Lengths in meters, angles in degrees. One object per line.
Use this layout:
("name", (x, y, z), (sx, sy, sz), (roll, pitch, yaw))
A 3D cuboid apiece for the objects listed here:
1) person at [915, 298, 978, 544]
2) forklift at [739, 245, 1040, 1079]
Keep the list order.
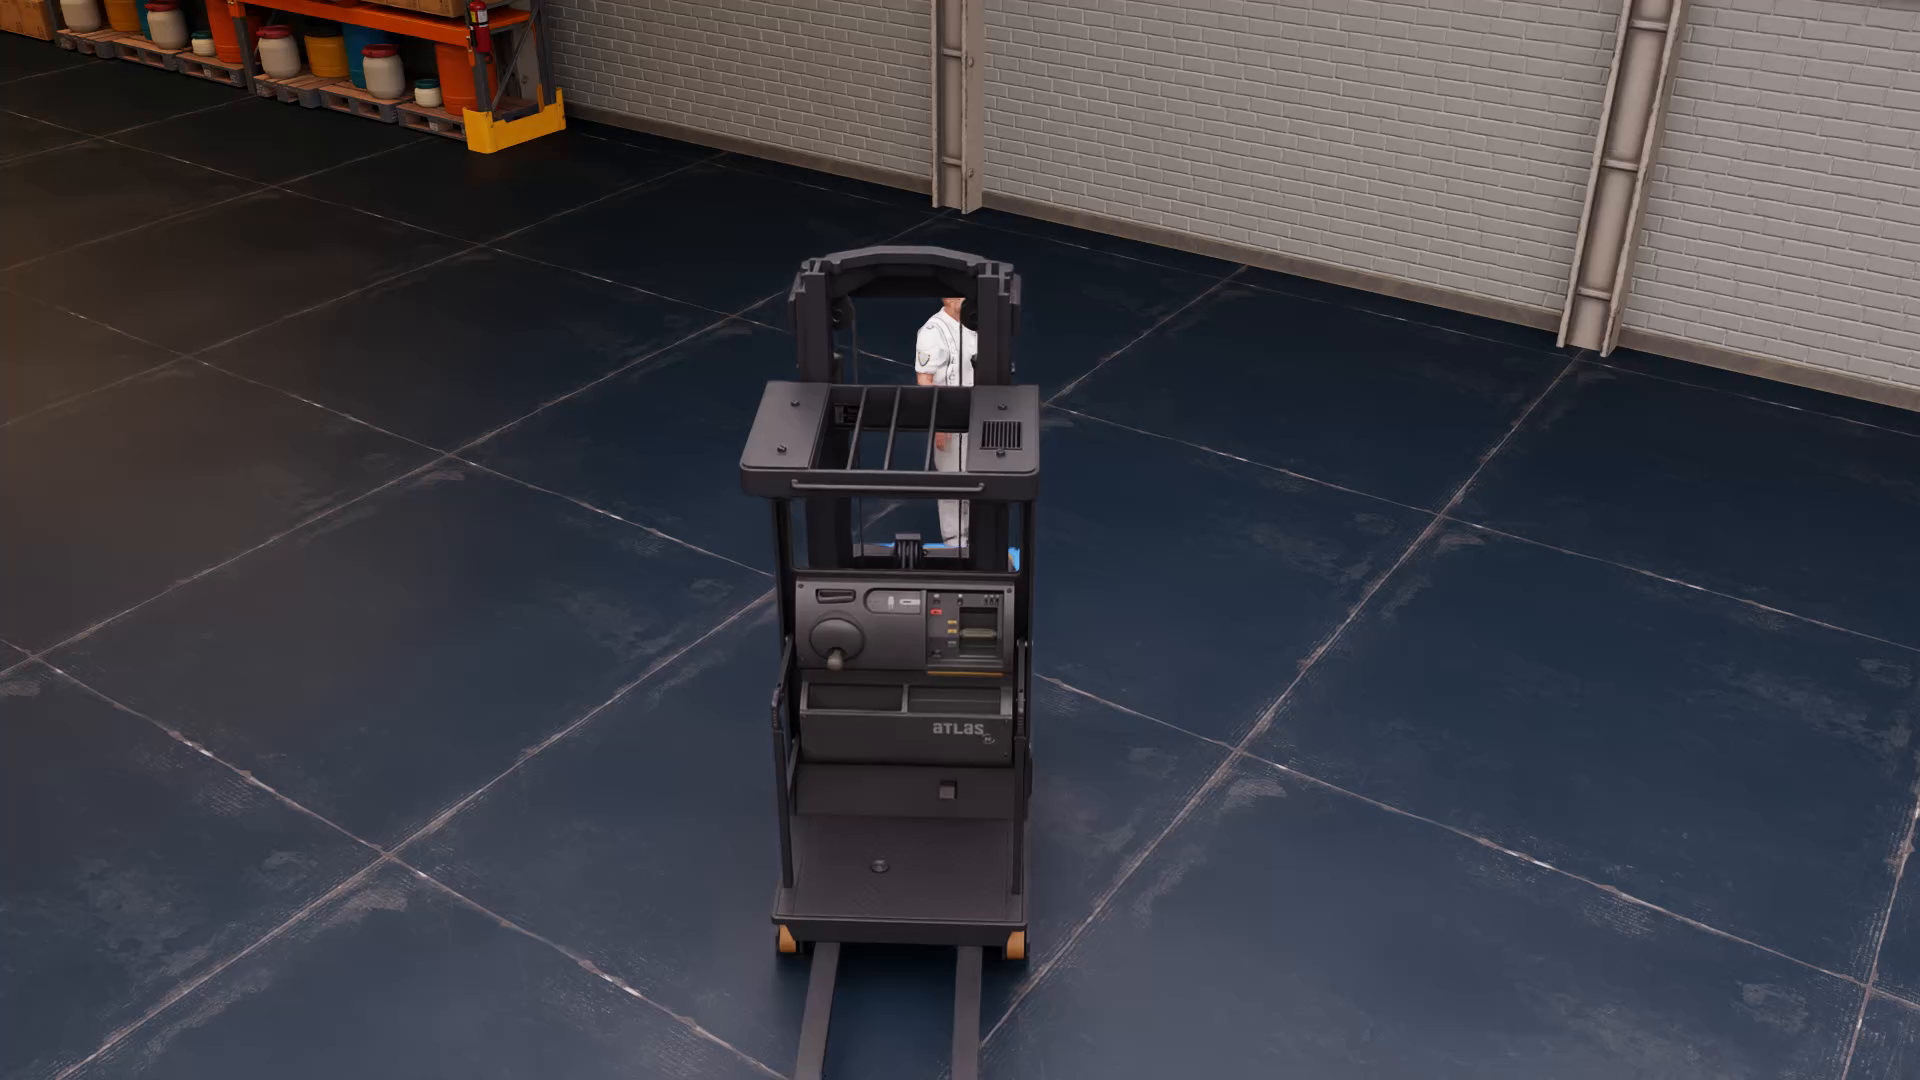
("person", (0.058, -0.751, 10.002), (0.574, 1.780, 0.641), (19, 35, 29))
("forklift", (-0.240, 0.413, 6.870), (1.130, 2.935, 3.031), (1, 30, 2))
